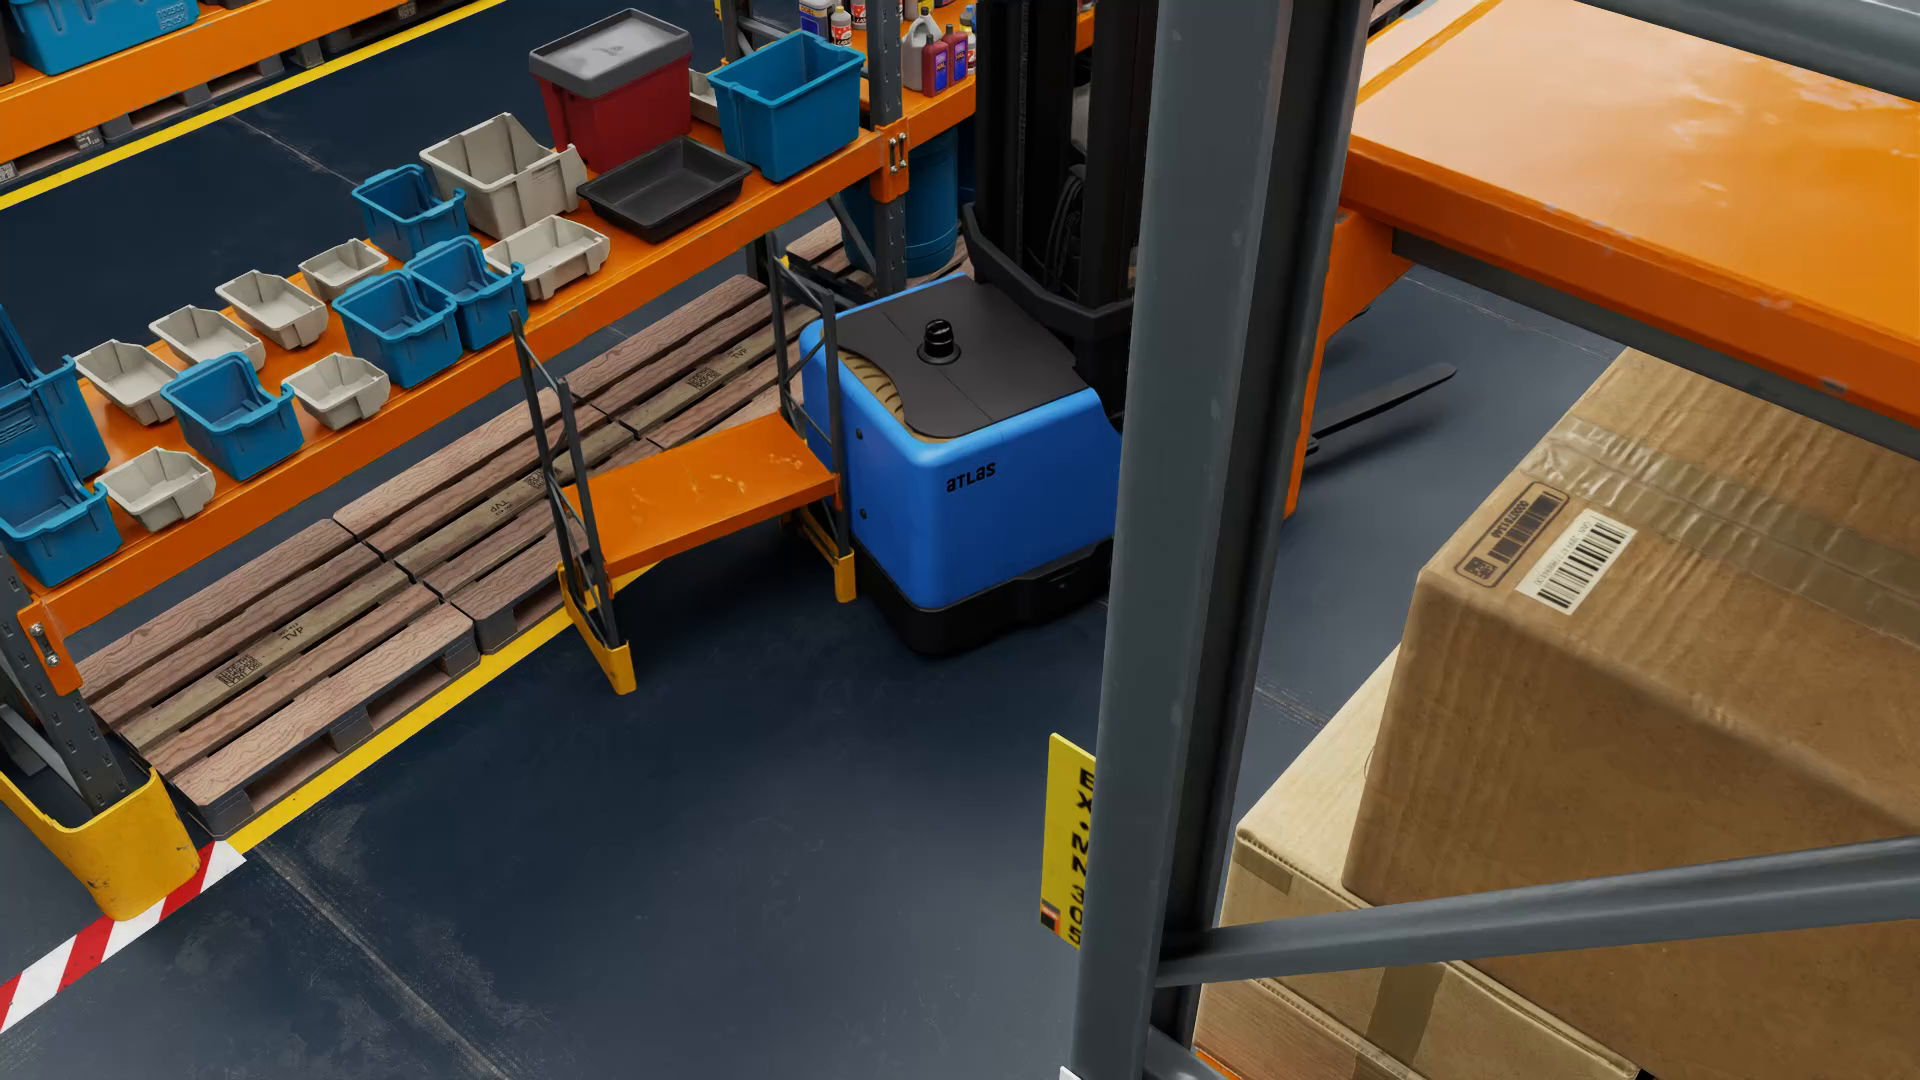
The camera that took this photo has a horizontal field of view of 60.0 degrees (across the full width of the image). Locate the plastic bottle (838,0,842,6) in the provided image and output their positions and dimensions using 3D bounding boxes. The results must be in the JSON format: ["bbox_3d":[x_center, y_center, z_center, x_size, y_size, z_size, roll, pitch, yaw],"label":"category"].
[{"bbox_3d":[-0.612,-2.523,7.943,0.097,0.201,0.097,0,42,0],"label":"plastic bottle"}]

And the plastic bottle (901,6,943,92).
[{"bbox_3d":[-0.172,-2.225,7.504,0.144,0.351,0.185,29,50,28],"label":"plastic bottle"}]

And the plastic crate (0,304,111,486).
[{"bbox_3d":[-3.174,-0.411,5.401,0.616,0.435,0.499,29,50,28],"label":"plastic crate"}]

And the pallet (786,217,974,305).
[{"bbox_3d":[-0.144,-1.529,8.775,1.003,0.211,1.213,29,50,28],"label":"pallet"}]

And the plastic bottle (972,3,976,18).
[{"bbox_3d":[0.153,-2.398,7.750,0.152,0.276,0.135,29,50,28],"label":"plastic bottle"}]

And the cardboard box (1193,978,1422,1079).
[{"bbox_3d":[0.671,0.591,2.252,0.500,0.250,0.500,29,50,28],"label":"cardboard box"}]

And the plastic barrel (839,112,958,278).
[{"bbox_3d":[-0.309,-1.834,8.285,0.600,0.901,0.708,29,50,28],"label":"plastic barrel"}]

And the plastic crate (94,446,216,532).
[{"bbox_3d":[-2.566,-0.161,5.349,0.250,0.136,0.298,29,50,28],"label":"plastic crate"}]

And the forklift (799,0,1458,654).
[{"bbox_3d":[0.872,-1.380,6.589,3.031,2.935,1.130,-22,47,-23],"label":"forklift"}]

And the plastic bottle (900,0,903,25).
[{"bbox_3d":[-0.324,-2.595,8.022,0.097,0.201,0.097,0,42,0],"label":"plastic bottle"}]

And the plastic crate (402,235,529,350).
[{"bbox_3d":[-1.795,-0.900,6.090,0.416,0.233,0.300,29,50,28],"label":"plastic crate"}]

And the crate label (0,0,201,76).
[{"bbox_3d":[-2.406,-1.512,4.564,0.408,0.251,0.502,29,50,28],"label":"crate label"}]

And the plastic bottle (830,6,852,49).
[{"bbox_3d":[-0.559,-2.407,7.815,0.097,0.201,0.097,0,42,0],"label":"plastic bottle"}]

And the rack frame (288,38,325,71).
[{"bbox_3d":[-4.463,-4.326,9.778,1.000,3.000,0.127,29,50,28],"label":"rack frame"}]

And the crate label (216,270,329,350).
[{"bbox_3d":[-2.502,-0.842,6.098,0.396,0.136,0.243,29,50,28],"label":"crate label"}]

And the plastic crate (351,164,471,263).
[{"bbox_3d":[-2.121,-1.251,6.476,0.416,0.233,0.300,29,50,28],"label":"plastic crate"}]

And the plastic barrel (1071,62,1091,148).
[{"bbox_3d":[0.578,-2.306,9.094,0.421,0.512,0.421,0,42,0],"label":"plastic barrel"}]

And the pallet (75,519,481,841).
[{"bbox_3d":[-2.686,0.502,6.541,1.003,0.211,1.213,29,50,28],"label":"pallet"}]

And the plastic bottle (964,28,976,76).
[{"bbox_3d":[0.036,-2.249,7.641,0.097,0.201,0.097,0,42,0],"label":"plastic bottle"}]

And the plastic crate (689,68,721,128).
[{"bbox_3d":[-1.081,-1.929,7.293,0.396,0.136,0.243,29,50,28],"label":"plastic crate"}]

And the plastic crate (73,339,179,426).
[{"bbox_3d":[-2.860,-0.545,5.771,0.396,0.136,0.243,29,50,28],"label":"plastic crate"}]

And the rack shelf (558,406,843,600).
[{"bbox_3d":[-1.031,-0.163,6.581,1.000,0.185,0.538,-22,47,-23],"label":"rack shelf"}]

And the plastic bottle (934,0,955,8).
[{"bbox_3d":[-0.102,-2.811,8.149,0.144,0.351,0.185,29,50,28],"label":"plastic bottle"}]

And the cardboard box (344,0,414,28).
[{"bbox_3d":[-4.067,-4.034,10.724,1.225,0.875,0.875,30,50,29],"label":"cardboard box"}]

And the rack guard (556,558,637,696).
[{"bbox_3d":[-1.464,0.344,6.685,0.087,0.250,0.587,-22,47,-23],"label":"rack guard"}]

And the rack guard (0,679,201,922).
[{"bbox_3d":[-3.252,0.821,5.976,1.175,0.500,0.348,29,50,28],"label":"rack guard"}]

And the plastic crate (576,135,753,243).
[{"bbox_3d":[-1.187,-1.410,6.731,0.437,0.125,0.590,29,50,28],"label":"plastic crate"}]

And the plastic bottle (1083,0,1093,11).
[{"bbox_3d":[0.609,-2.706,8.145,0.097,0.201,0.097,0,42,0],"label":"plastic bottle"}]

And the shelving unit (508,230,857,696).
[{"bbox_3d":[-1.039,-0.293,6.457,1.083,1.500,0.587,-22,47,-23],"label":"shelving unit"}]

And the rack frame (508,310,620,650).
[{"bbox_3d":[-1.465,-0.118,6.264,0.032,1.500,0.500,-22,47,-23],"label":"rack frame"}]

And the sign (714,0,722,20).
[{"bbox_3d":[-1.092,-2.523,7.590,0.100,0.325,0.005,29,50,28],"label":"sign"}]

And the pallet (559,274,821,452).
[{"bbox_3d":[-1.116,-0.755,7.923,1.003,0.211,1.213,29,50,28],"label":"pallet"}]

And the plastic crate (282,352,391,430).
[{"bbox_3d":[-2.129,-0.510,5.733,0.250,0.136,0.298,29,50,28],"label":"plastic crate"}]

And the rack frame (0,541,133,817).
[{"bbox_3d":[-3.247,-0.122,5.155,1.000,3.000,0.127,29,50,28],"label":"rack frame"}]

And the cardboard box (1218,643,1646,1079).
[{"bbox_3d":[0.678,0.410,2.080,0.500,0.250,0.500,29,50,28],"label":"cardboard box"}]

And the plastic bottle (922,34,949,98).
[{"bbox_3d":[-0.110,-2.143,7.464,0.061,0.283,0.133,29,50,28],"label":"plastic bottle"}]

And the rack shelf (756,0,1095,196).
[{"bbox_3d":[0.615,-2.946,8.795,1.077,0.370,4.000,29,50,28],"label":"rack shelf"}]

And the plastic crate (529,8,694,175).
[{"bbox_3d":[-1.439,-1.877,6.992,0.402,0.464,0.583,29,50,28],"label":"plastic crate"}]

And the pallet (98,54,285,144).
[{"bbox_3d":[-5.013,-2.937,10.323,1.003,0.211,1.213,29,50,28],"label":"pallet"}]
